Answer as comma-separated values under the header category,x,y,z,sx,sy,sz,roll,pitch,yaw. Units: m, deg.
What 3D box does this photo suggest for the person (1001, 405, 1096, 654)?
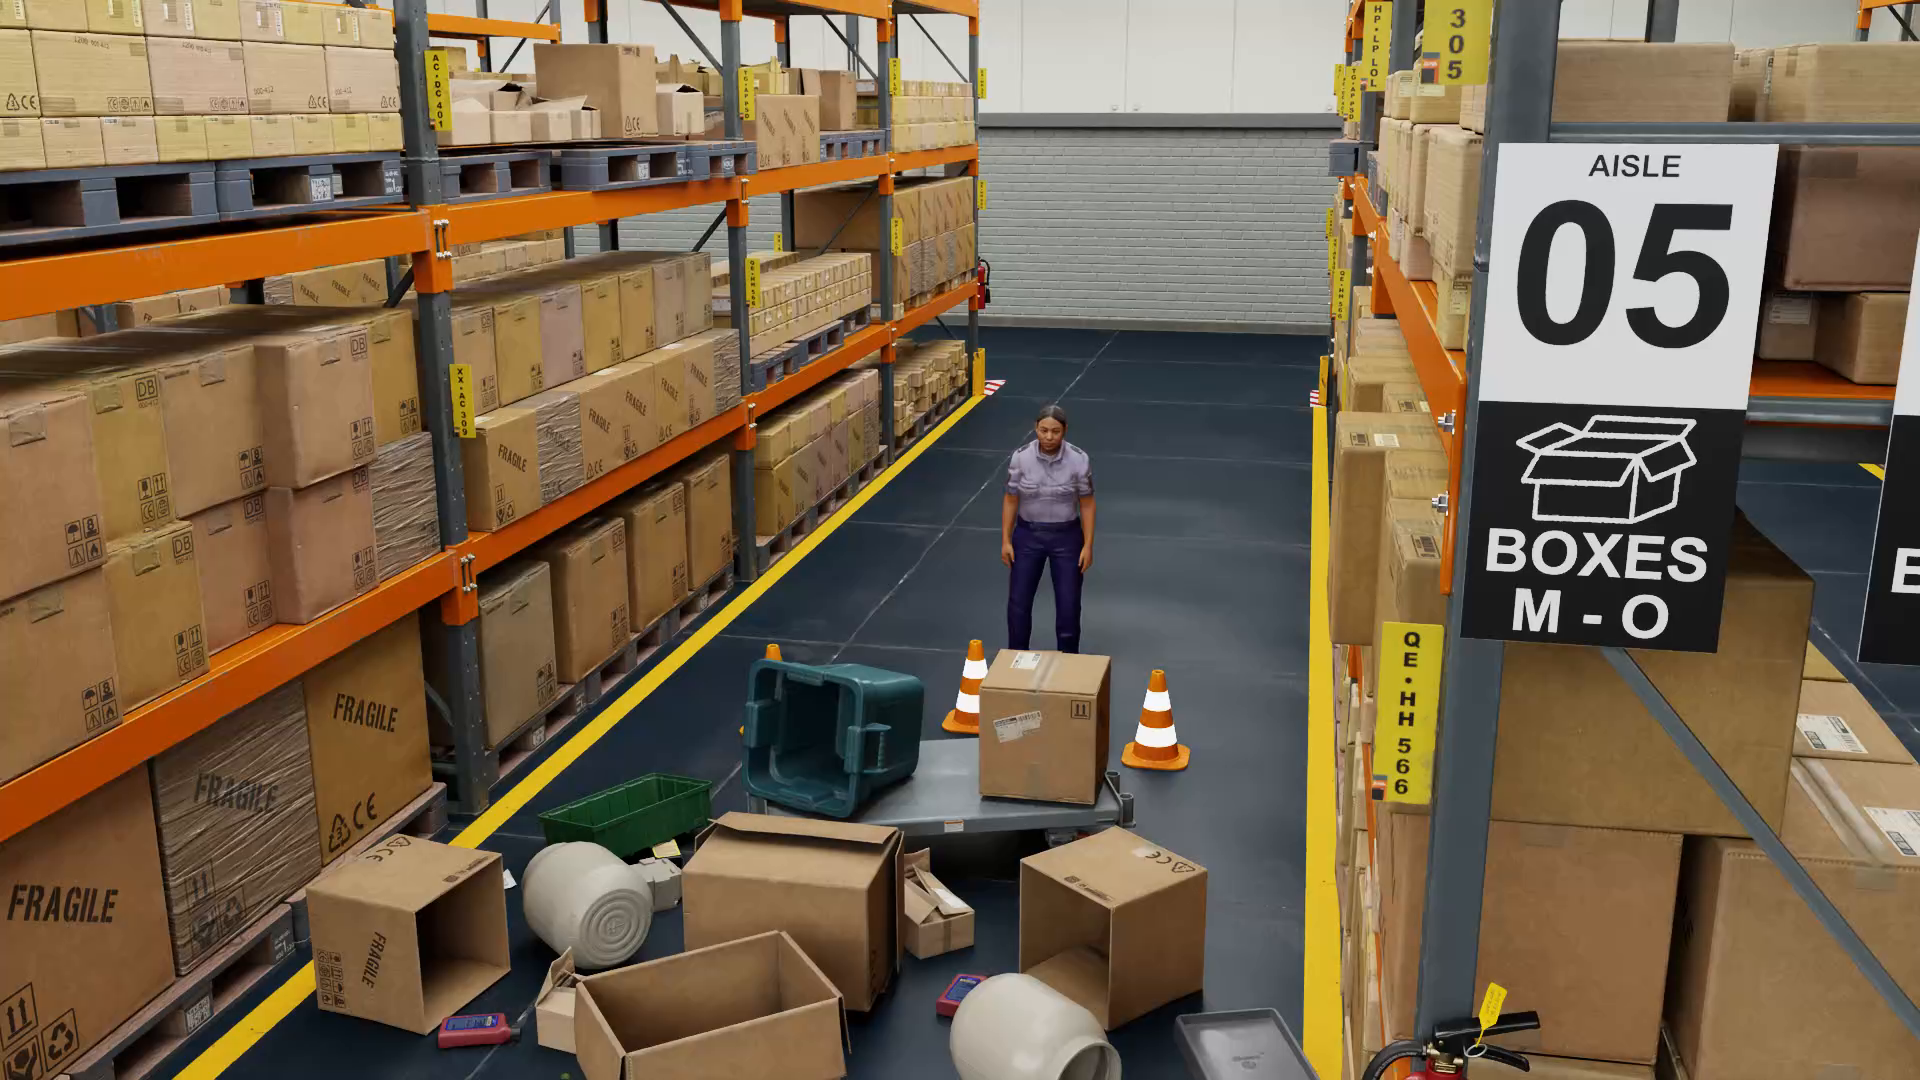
category,x,y,z,sx,sy,sz,roll,pitch,yaw
person,0.486,0.046,9.354,0.538,1.652,0.336,2,15,8
